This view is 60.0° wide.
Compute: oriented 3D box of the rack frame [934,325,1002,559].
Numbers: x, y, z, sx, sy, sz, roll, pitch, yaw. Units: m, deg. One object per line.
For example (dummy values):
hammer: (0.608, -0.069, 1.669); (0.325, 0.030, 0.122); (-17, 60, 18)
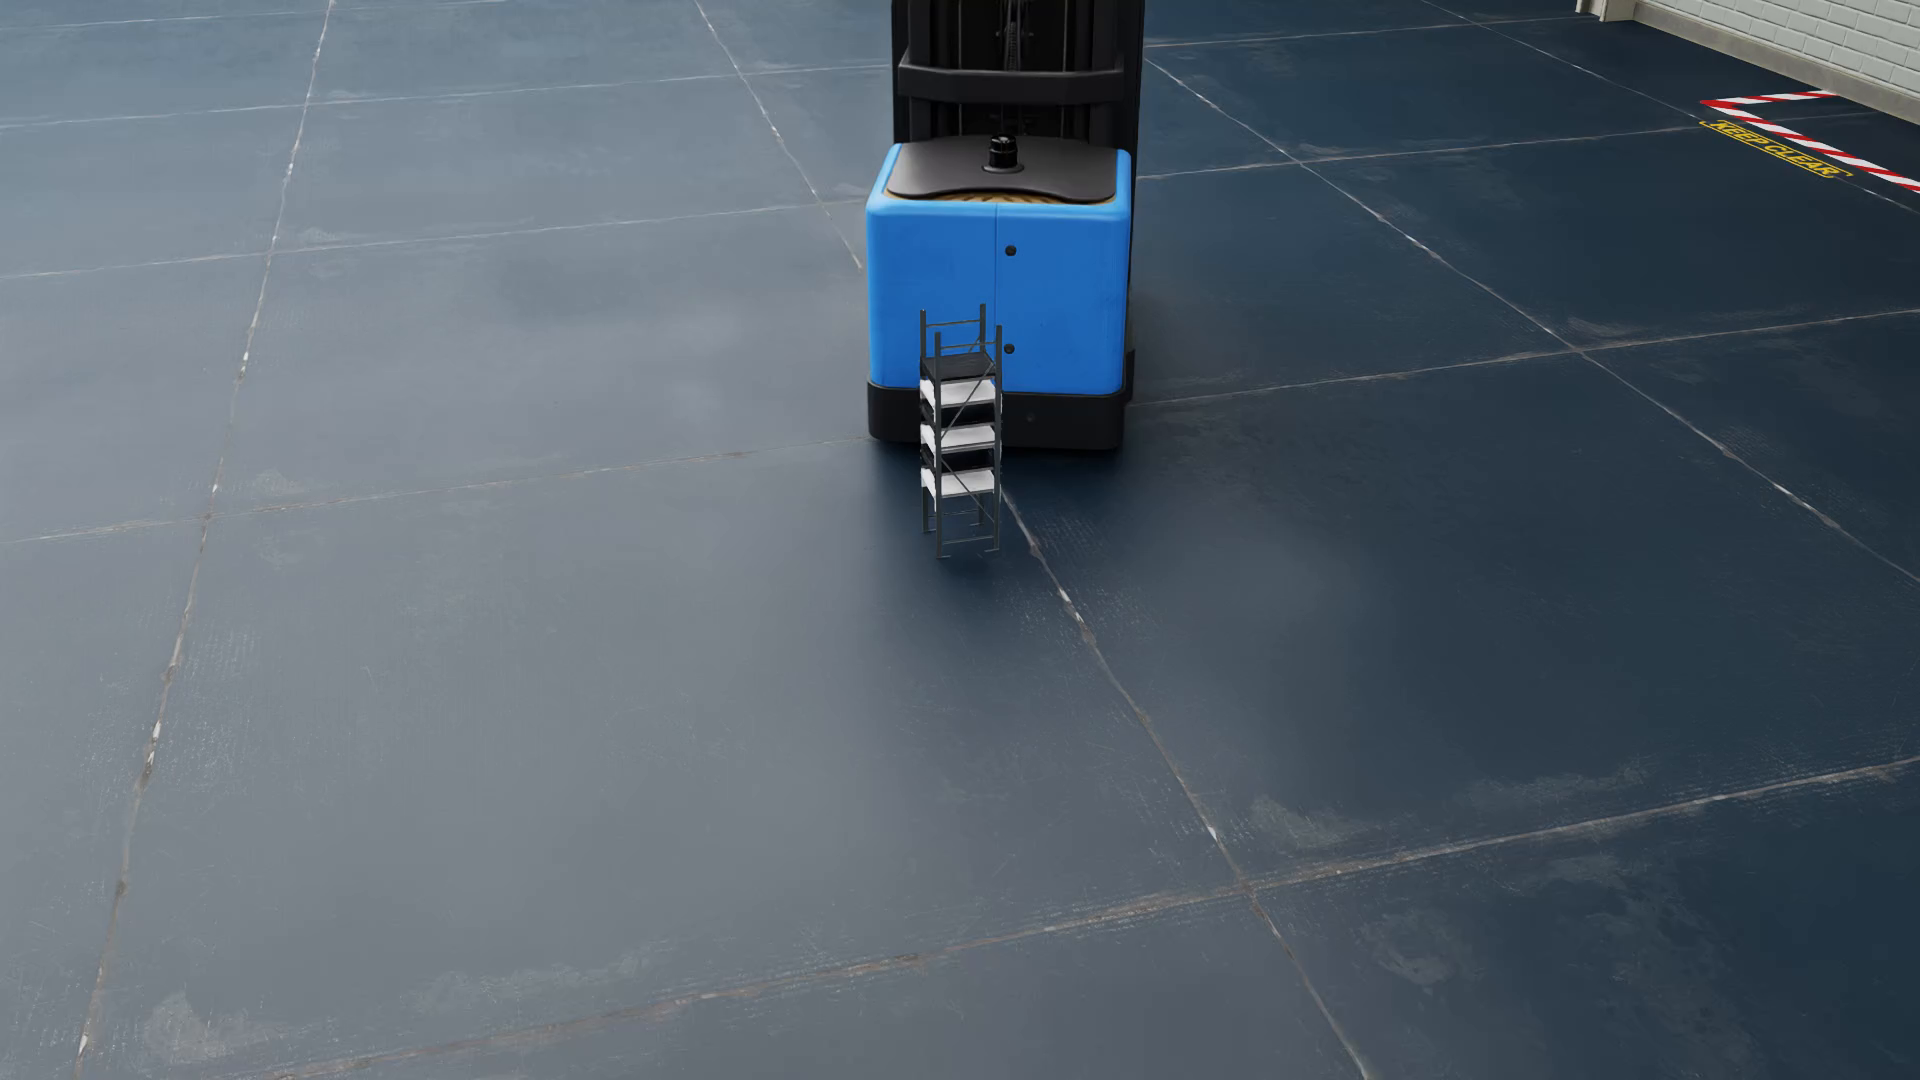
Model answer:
rack frame: (0.029, -0.336, 5.933); (0.240, 0.900, 0.006); (-8, 31, -13)

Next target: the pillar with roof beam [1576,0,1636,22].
pillar with roof beam: (1.183, -7.660, 10.501); (9.100, 9.000, 0.400); (-8, 31, -13)

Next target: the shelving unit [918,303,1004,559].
shelving unit: (0.002, -0.386, 6.018); (0.258, 0.900, 0.210); (-8, 31, -13)

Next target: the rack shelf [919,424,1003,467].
rack shelf: (0.002, -0.357, 6.034); (0.258, 0.077, 0.200); (-8, 31, -13)

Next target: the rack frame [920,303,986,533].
rack frame: (-0.025, -0.435, 6.103); (0.240, 0.900, 0.006); (-8, 31, -13)

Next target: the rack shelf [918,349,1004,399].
rack shelf: (0.002, -0.590, 5.899); (0.258, 0.077, 0.200); (-8, 31, -13)

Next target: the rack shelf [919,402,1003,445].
rack shelf: (0.002, -0.435, 5.989); (0.258, 0.077, 0.200); (-8, 31, -13)

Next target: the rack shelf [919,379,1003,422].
rack shelf: (0.002, -0.512, 5.944); (0.258, 0.077, 0.200); (-8, 31, -13)

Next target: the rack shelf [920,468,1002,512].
rack shelf: (0.002, -0.201, 6.125); (0.258, 0.077, 0.200); (-8, 31, -13)

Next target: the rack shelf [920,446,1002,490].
rack shelf: (0.002, -0.279, 6.080); (0.258, 0.077, 0.200); (-8, 31, -13)

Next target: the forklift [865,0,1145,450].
forklift: (0.270, -2.344, 7.374); (1.130, 2.935, 3.031); (3, 30, 4)
